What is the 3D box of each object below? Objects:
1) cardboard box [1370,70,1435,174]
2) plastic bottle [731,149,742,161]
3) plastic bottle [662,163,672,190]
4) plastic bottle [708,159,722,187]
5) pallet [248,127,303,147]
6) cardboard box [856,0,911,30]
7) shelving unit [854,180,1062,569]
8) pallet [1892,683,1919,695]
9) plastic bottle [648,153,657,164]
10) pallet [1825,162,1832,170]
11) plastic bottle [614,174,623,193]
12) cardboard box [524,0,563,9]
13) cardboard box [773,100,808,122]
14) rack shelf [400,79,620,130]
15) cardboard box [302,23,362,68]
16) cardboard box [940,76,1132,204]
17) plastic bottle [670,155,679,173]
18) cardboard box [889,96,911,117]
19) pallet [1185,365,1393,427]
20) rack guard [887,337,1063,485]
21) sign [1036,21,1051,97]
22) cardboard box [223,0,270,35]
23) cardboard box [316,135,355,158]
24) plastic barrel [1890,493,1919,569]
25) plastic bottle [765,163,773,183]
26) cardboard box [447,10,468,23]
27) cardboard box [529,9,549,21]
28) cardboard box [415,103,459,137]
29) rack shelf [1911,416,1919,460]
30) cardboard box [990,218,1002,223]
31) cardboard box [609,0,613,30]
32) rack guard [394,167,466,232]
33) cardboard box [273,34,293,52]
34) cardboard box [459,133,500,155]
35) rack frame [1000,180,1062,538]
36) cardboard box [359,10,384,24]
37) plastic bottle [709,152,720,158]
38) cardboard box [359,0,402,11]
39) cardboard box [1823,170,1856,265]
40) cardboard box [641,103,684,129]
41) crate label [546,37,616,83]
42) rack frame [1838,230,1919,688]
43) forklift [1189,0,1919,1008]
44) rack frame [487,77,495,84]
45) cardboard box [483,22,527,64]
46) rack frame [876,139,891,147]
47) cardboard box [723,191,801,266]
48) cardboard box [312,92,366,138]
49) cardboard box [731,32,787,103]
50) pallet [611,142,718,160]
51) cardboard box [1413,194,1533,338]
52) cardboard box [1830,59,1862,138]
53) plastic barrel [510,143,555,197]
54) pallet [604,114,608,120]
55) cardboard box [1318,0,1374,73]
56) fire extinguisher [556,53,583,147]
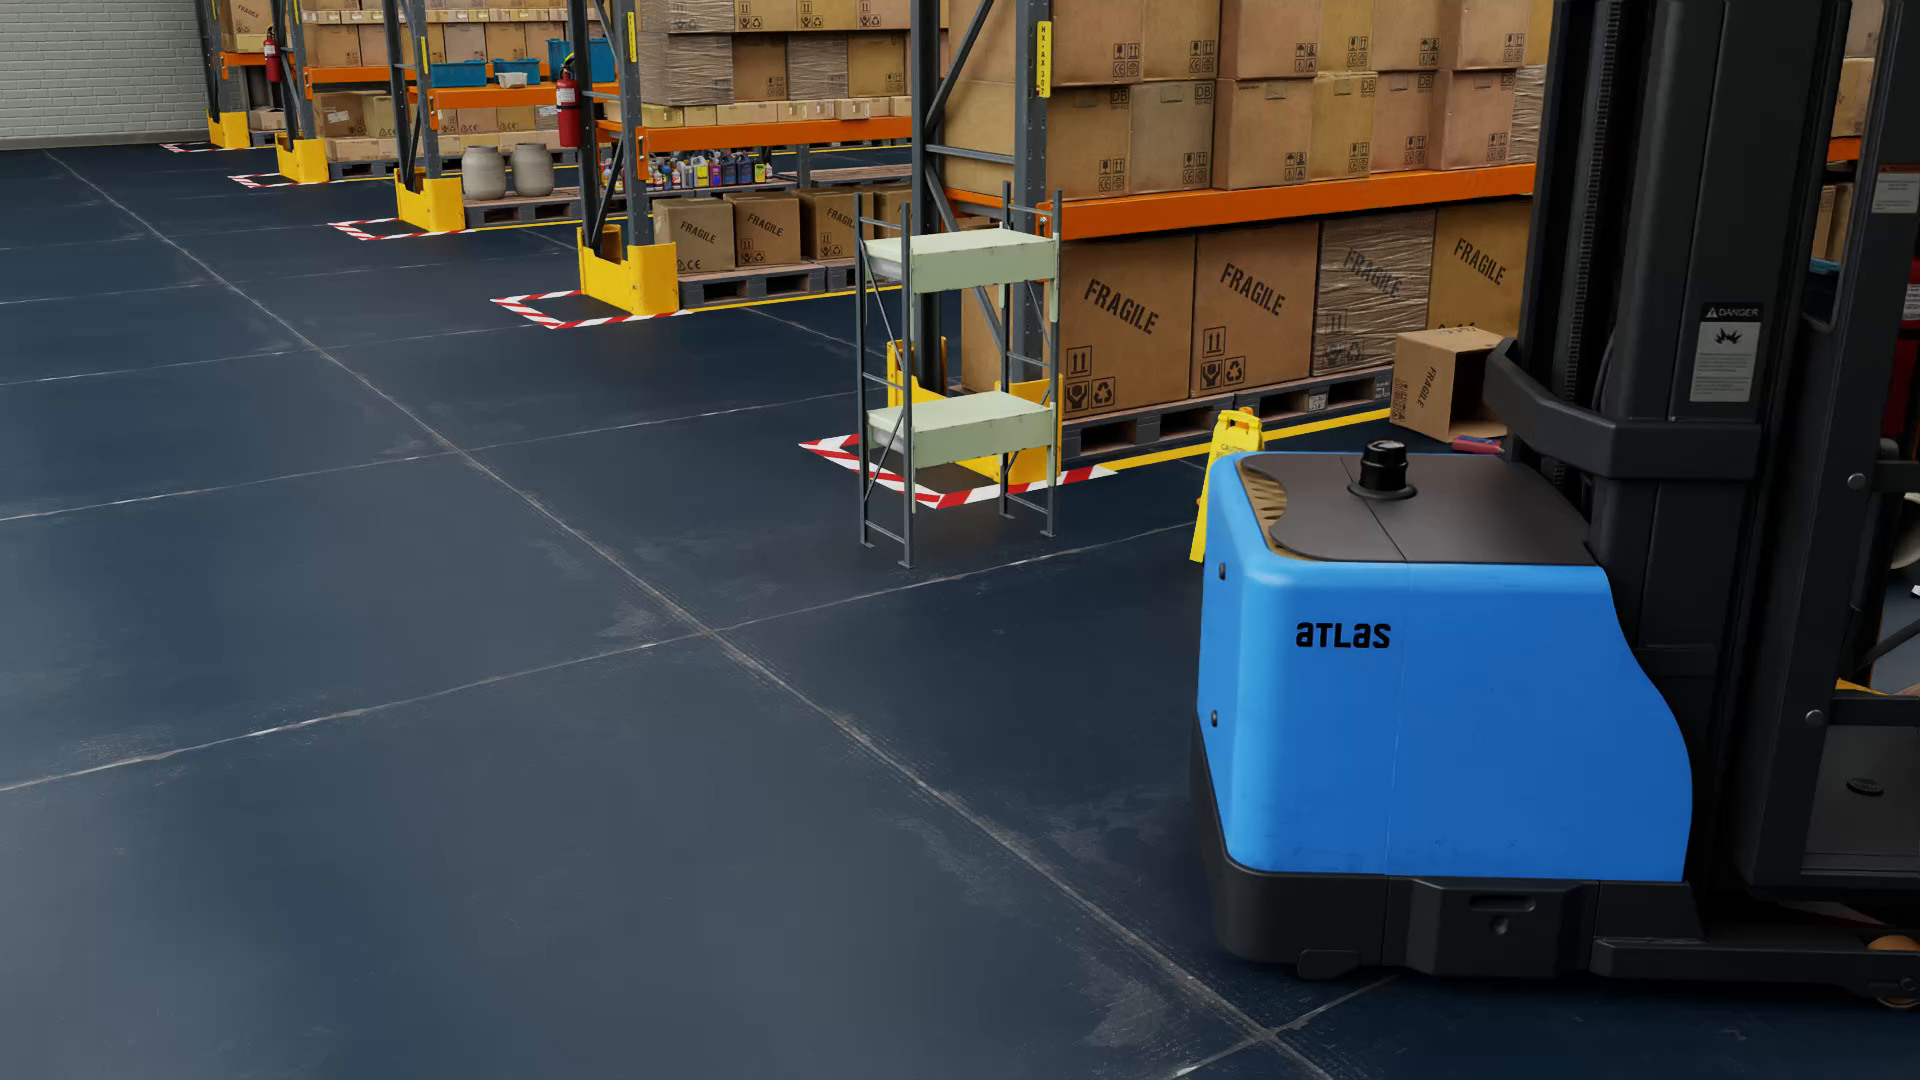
[{"bbox_3d":[2.154,-2.408,9.449,0.550,0.550,0.875,-12,22,-31],"label":"cardboard box"},{"bbox_3d":[-2.408,-4.042,17.968,0.185,0.351,0.144,-12,22,-31],"label":"plastic bottle"},{"bbox_3d":[-3.066,-3.802,17.380,0.097,0.271,0.097,0,19,0],"label":"plastic bottle"},{"bbox_3d":[-2.603,-3.898,17.646,0.133,0.283,0.061,-10,21,-28],"label":"plastic bottle"},{"bbox_3d":[-9.978,-6.012,24.699,1.213,0.211,1.003,-12,22,-31],"label":"pallet"},{"bbox_3d":[-0.705,-4.162,12.690,0.500,0.500,0.500,-12,22,-31],"label":"cardboard box"},{"bbox_3d":[-0.006,-0.709,7.001,0.755,1.500,0.431,-12,22,-31],"label":"shelving unit"},{"bbox_3d":[3.645,0.613,5.101,1.213,0.211,1.003,-12,22,-31],"label":"pallet"},{"bbox_3d":[-3.365,-4.055,18.005,0.185,0.351,0.144,-12,22,-32],"label":"plastic bottle"},{"bbox_3d":[10.172,-4.547,20.365,1.213,0.211,1.003,-12,22,-31],"label":"pallet"},{"bbox_3d":[-3.518,-3.673,17.109,0.097,0.201,0.097,0,19,0],"label":"plastic bottle"},{"bbox_3d":[-5.459,-7.059,21.260,0.500,0.500,0.700,-12,22,-32],"label":"cardboard box"},{"bbox_3d":[-1.351,-3.250,12.565,0.250,0.149,0.380,-12,22,-31],"label":"cardboard box"},{"bbox_3d":[-3.620,-4.548,17.137,4.000,0.370,1.077,-12,22,-31],"label":"rack shelf"},{"bbox_3d":[-7.615,-5.988,20.117,0.500,0.500,0.700,-12,22,-31],"label":"cardboard box"},{"bbox_3d":[0.362,-2.016,8.289,0.550,0.550,0.875,-12,22,-31],"label":"cardboard box"},{"bbox_3d":[-3.112,-4.056,18.133,0.097,0.271,0.097,0,19,0],"label":"plastic bottle"},{"bbox_3d":[-0.505,-3.420,13.070,0.250,0.149,0.380,-12,22,-31],"label":"cardboard box"},{"bbox_3d":[1.720,-0.921,9.640,1.213,0.211,1.003,-12,22,-31],"label":"pallet"},{"bbox_3d":[0.057,-0.679,8.471,0.348,0.500,1.175,-12,22,-31],"label":"rack guard"},{"bbox_3d":[0.377,-2.165,7.490,0.005,0.325,0.100,-12,22,-31],"label":"sign"},{"bbox_3d":[-10.175,-7.484,23.729,0.500,0.500,0.500,-12,22,-31],"label":"cardboard box"},{"bbox_3d":[-7.726,-4.932,20.787,0.500,0.250,0.500,-12,22,-31],"label":"cardboard box"},{"bbox_3d":[3.776,-0.109,6.906,0.421,0.421,0.512,2,19,6],"label":"plastic barrel"},{"bbox_3d":[-2.081,-3.976,18.005,0.097,0.201,0.097,0,19,0],"label":"plastic bottle"},{"bbox_3d":[-6.281,-6.499,20.615,0.250,0.149,0.380,-12,22,-31],"label":"cardboard box"},{"bbox_3d":[-5.424,-6.680,21.150,0.250,0.149,0.380,-12,22,-32],"label":"cardboard box"},{"bbox_3d":[-6.614,-5.329,20.789,0.500,0.500,0.500,-12,22,-31],"label":"cardboard box"},{"bbox_3d":[4.554,-0.572,5.377,4.000,0.370,1.077,-12,22,-31],"label":"rack shelf"},{"bbox_3d":[0.418,-2.871,14.301,0.500,0.500,0.500,-13,22,-33],"label":"cardboard box"},{"bbox_3d":[-5.473,-8.540,26.980,0.500,0.500,0.700,-12,22,-31],"label":"cardboard box"},{"bbox_3d":[-5.253,-3.378,16.456,0.348,0.500,1.175,-12,22,-31],"label":"rack guard"},{"bbox_3d":[-9.731,-7.221,24.123,0.500,0.250,0.500,-13,22,-33],"label":"cardboard box"},{"bbox_3d":[-6.188,-5.057,21.157,0.500,0.250,0.500,-12,22,-31],"label":"cardboard box"},{"bbox_3d":[0.300,-0.774,7.192,0.023,1.500,0.400,-12,22,-31],"label":"rack frame"},{"bbox_3d":[-7.137,-6.319,20.083,0.250,0.149,0.380,-12,22,-31],"label":"cardboard box"},{"bbox_3d":[-2.712,-4.156,18.420,0.135,0.276,0.152,-11,22,-29],"label":"plastic bottle"},{"bbox_3d":[-7.134,-6.706,20.215,0.500,0.500,0.700,-13,22,-33],"label":"cardboard box"},{"bbox_3d":[6.200,-2.326,12.299,0.750,0.750,1.050,-12,22,-32],"label":"cardboard box"},{"bbox_3d":[-2.197,-3.079,12.061,0.250,0.149,0.380,-12,22,-31],"label":"cardboard box"},{"bbox_3d":[-3.902,-4.950,17.147,0.616,0.435,0.502,-12,22,-31],"label":"crate label"},{"bbox_3d":[2.884,-0.561,4.220,0.127,3.000,1.000,-12,22,-31],"label":"rack frame"},{"bbox_3d":[2.169,-0.448,3.994,3.031,2.935,1.130,1,19,2],"label":"forklift"},{"bbox_3d":[-7.398,-7.891,25.902,0.127,3.000,1.000,-12,22,-31],"label":"rack frame"},{"bbox_3d":[-5.896,-6.352,21.194,0.500,0.500,0.700,-12,22,-31],"label":"cardboard box"},{"bbox_3d":[-1.330,-7.271,24.068,0.127,3.000,1.000,-12,22,-31],"label":"rack frame"},{"bbox_3d":[-1.555,-2.446,13.044,0.500,0.500,0.500,-6,20,-17],"label":"cardboard box"},{"bbox_3d":[-7.727,-5.288,20.668,0.500,0.500,0.500,-12,22,-31],"label":"cardboard box"},{"bbox_3d":[-1.740,-3.609,12.617,0.500,0.500,0.875,-12,22,-31],"label":"cardboard box"},{"bbox_3d":[-4.077,-5.386,22.846,1.213,0.211,1.003,-12,22,-31],"label":"pallet"},{"bbox_3d":[2.854,-1.672,10.168,0.875,0.875,0.875,-12,22,-31],"label":"cardboard box"},{"bbox_3d":[5.695,-2.997,11.269,0.500,0.500,0.500,-12,22,-32],"label":"cardboard box"},{"bbox_3d":[-4.364,-3.781,16.975,0.421,0.512,0.421,0,19,0],"label":"plastic barrel"},{"bbox_3d":[-5.729,-6.924,27.395,1.213,0.211,1.003,-12,22,-31],"label":"pallet"},{"bbox_3d":[1.730,-2.817,8.972,0.500,0.550,0.875,-12,22,-31],"label":"cardboard box"},{"bbox_3d":[-2.916,-3.278,12.378,0.183,0.674,0.296,-12,22,-31],"label":"fire extinguisher"}]
